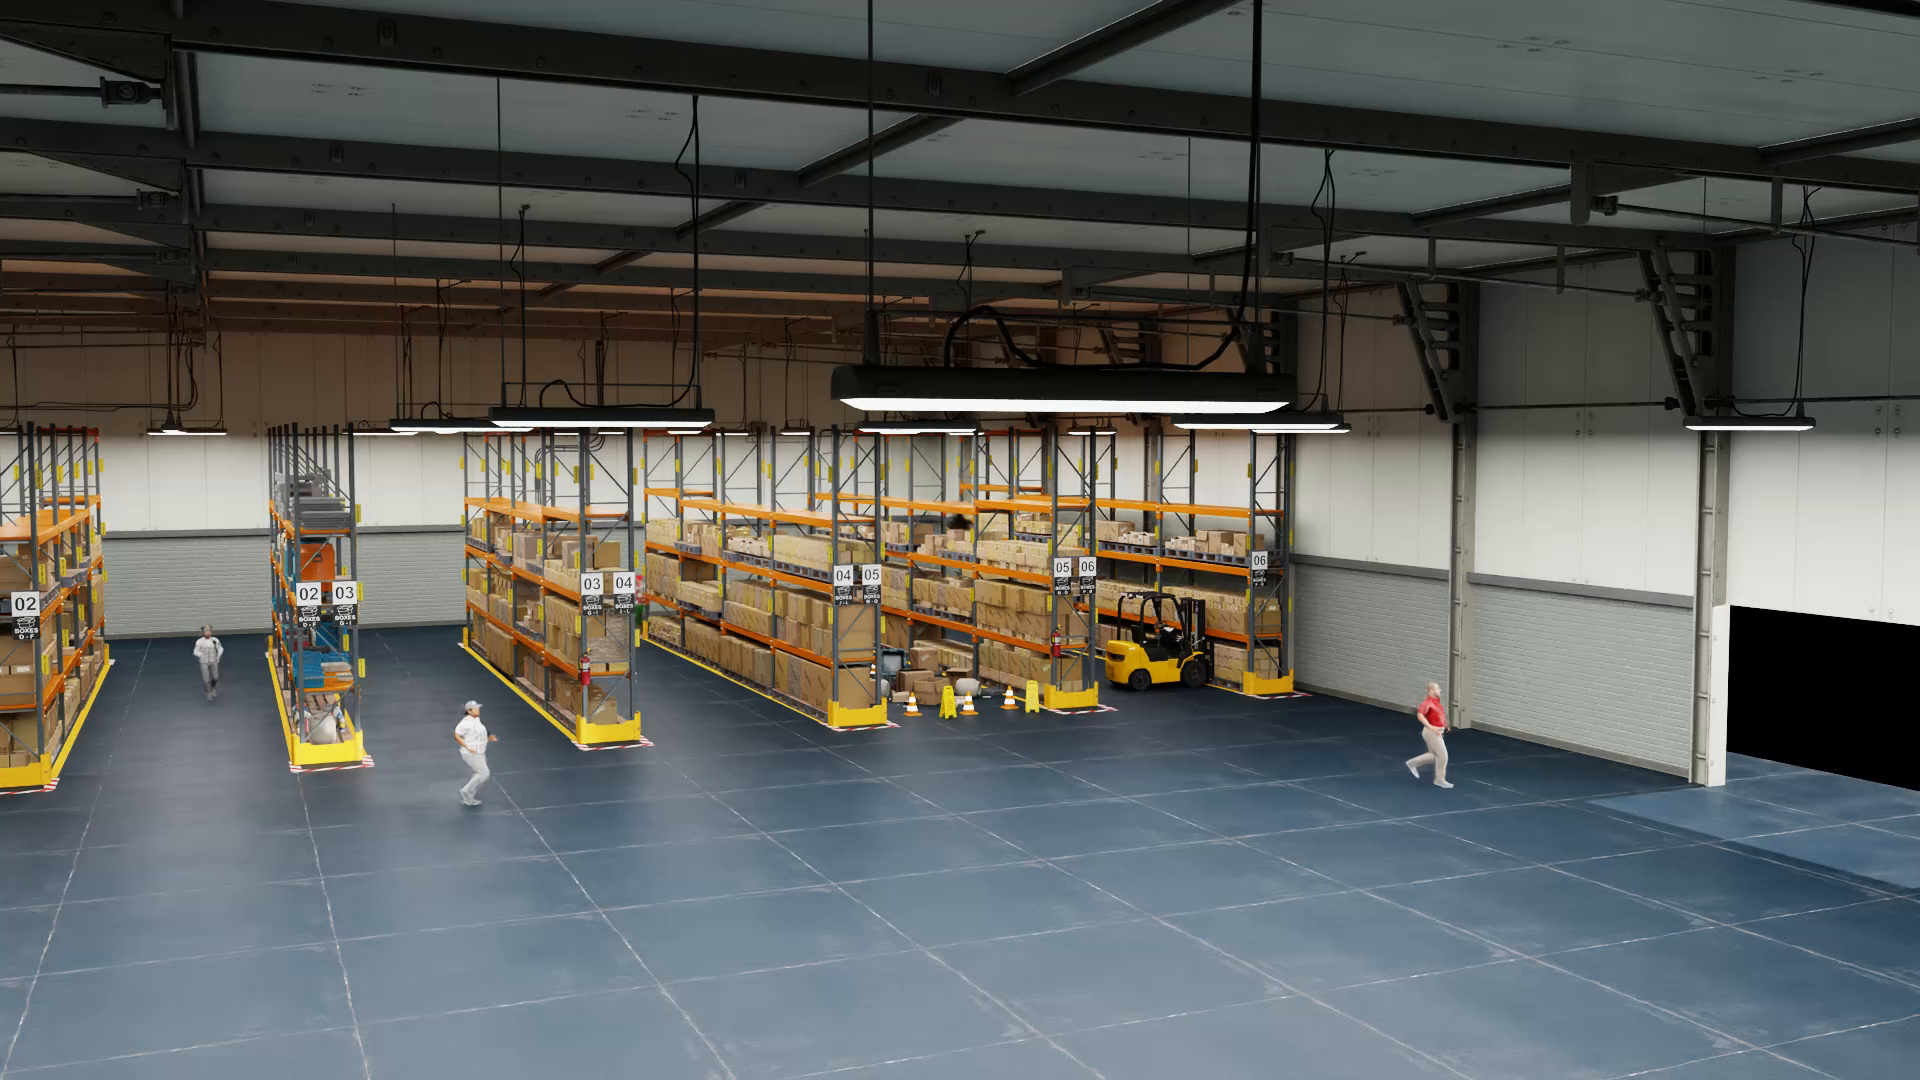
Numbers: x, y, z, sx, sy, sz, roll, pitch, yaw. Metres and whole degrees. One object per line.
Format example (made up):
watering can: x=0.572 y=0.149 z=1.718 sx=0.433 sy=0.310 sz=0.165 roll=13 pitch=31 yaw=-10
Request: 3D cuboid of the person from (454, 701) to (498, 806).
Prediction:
person: x=-7.506 y=3.318 z=25.882 sx=0.557 sy=1.626 sz=0.593 roll=0 pitch=3 yaw=3

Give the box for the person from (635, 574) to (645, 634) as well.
person: x=-9.447 y=1.871 z=48.631 sx=0.585 sy=1.745 sz=0.678 roll=-2 pitch=4 yaw=-29

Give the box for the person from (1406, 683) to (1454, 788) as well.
person: x=7.743 y=3.199 z=27.405 sx=0.810 sy=1.711 sz=0.676 roll=2 pitch=4 yaw=26

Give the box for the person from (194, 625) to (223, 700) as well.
person: x=-16.367 y=2.673 z=36.264 sx=0.605 sy=1.654 sz=0.530 roll=-2 pitch=4 yaw=-31
